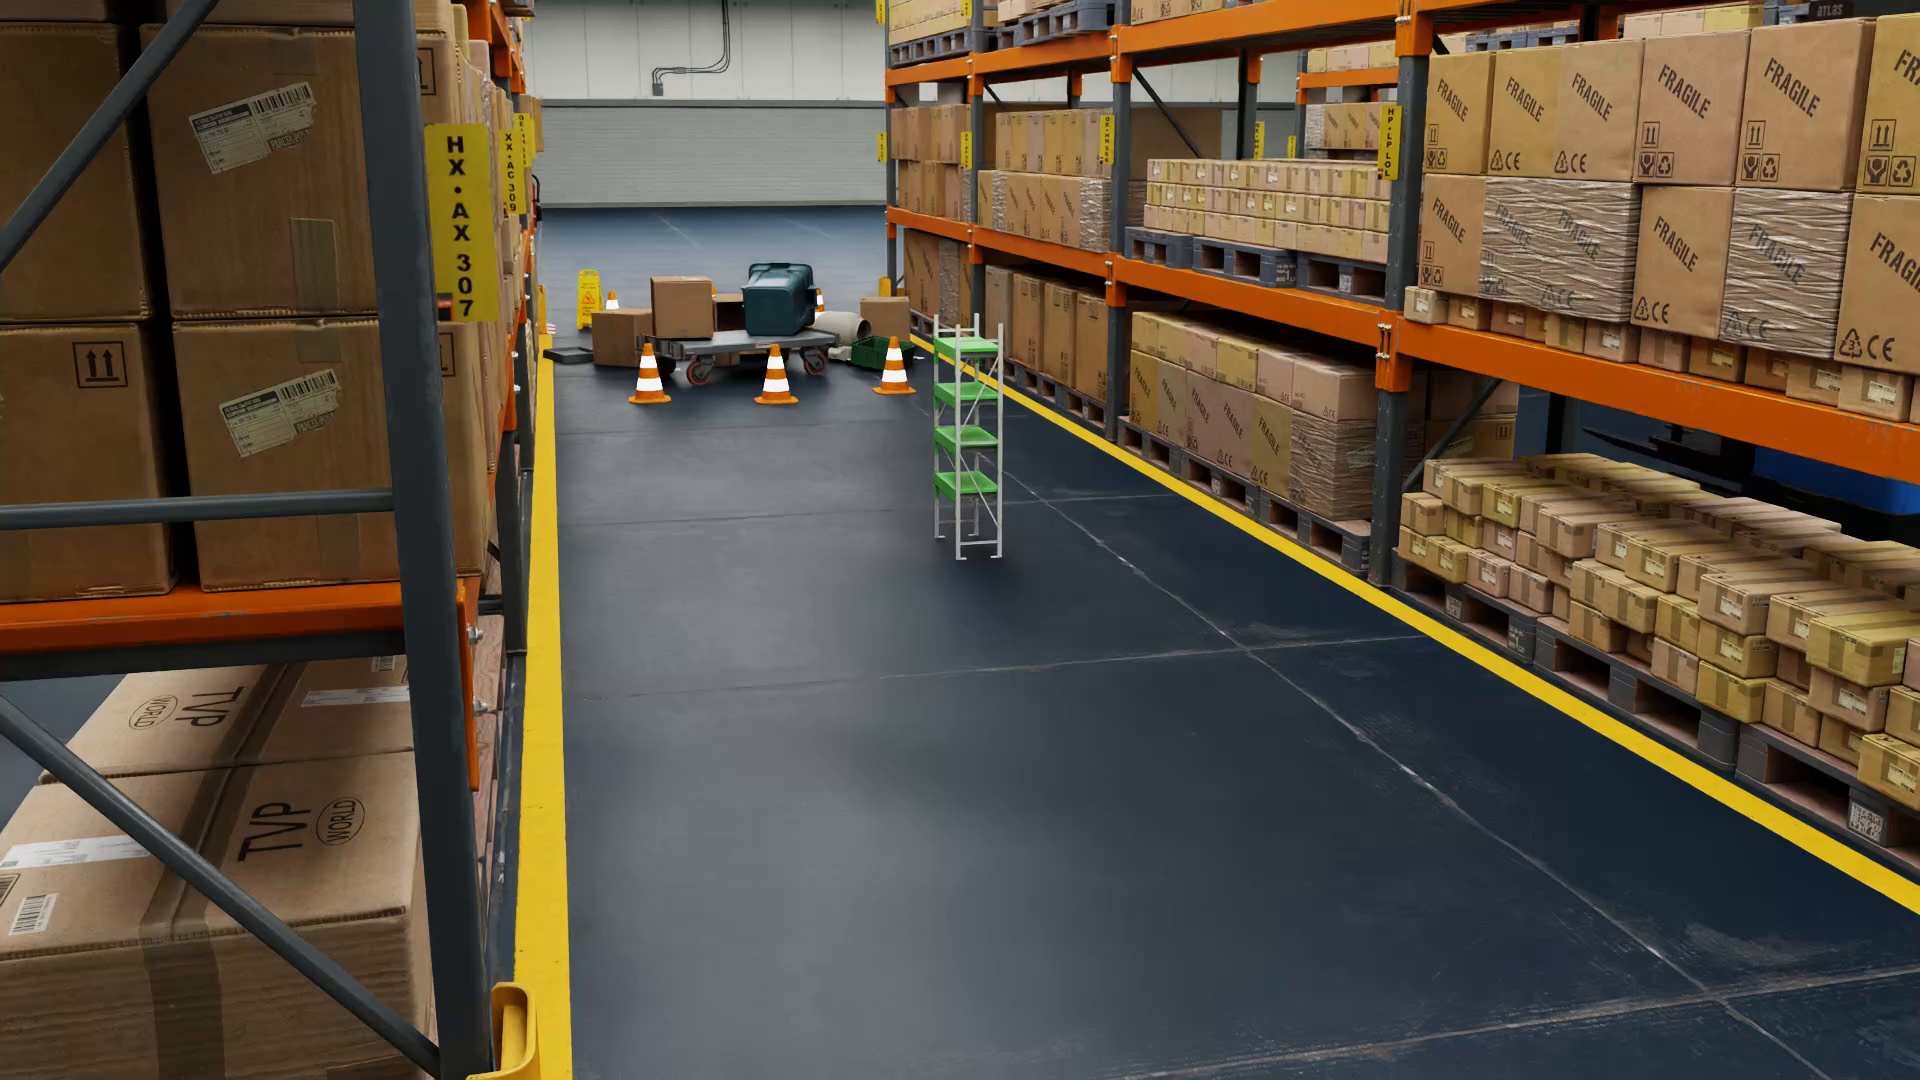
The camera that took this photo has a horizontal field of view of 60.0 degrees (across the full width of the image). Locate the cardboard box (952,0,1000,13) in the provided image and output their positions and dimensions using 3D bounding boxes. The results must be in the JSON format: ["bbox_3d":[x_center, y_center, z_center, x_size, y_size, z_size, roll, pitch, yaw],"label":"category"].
[{"bbox_3d":[0.232,-4.988,15.297,0.500,0.250,0.500,-3,14,-14],"label":"cardboard box"}]

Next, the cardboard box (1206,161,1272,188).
[{"bbox_3d":[1.703,-2.196,9.986,0.380,0.149,0.250,-3,14,-11],"label":"cardboard box"}]

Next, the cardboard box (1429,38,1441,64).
[{"bbox_3d":[4.969,-4.957,16.890,0.500,0.250,0.500,-3,14,-12],"label":"cardboard box"}]

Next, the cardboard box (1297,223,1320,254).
[{"bbox_3d":[2.013,-1.600,8.799,0.380,0.149,0.250,-4,14,-16],"label":"cardboard box"}]

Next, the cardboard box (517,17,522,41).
[{"bbox_3d":[-4.263,-4.688,15.166,0.500,0.250,0.500,-3,14,-13],"label":"cardboard box"}]

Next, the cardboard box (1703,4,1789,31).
[{"bbox_3d":[6.031,-3.918,12.640,0.500,0.250,0.500,-3,14,-13],"label":"cardboard box"}]

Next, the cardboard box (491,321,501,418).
[{"bbox_3d":[-1.588,-0.563,4.702,0.500,0.500,0.500,-3,14,-11],"label":"cardboard box"}]

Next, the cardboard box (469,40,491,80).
[{"bbox_3d":[-1.930,-1.759,6.121,0.380,0.149,0.250,-4,14,-14],"label":"cardboard box"}]

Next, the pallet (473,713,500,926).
[{"bbox_3d":[-1.919,0.854,4.988,1.003,0.211,1.213,-3,14,-13],"label":"pallet"}]

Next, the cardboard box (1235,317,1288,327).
[{"bbox_3d":[2.081,-1.280,10.646,0.500,0.250,0.500,-3,14,-12],"label":"cardboard box"}]

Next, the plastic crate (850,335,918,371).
[{"bbox_3d":[-0.717,-1.736,15.518,0.450,0.188,0.662,14,17,13],"label":"plastic crate"}]

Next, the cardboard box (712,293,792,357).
[{"bbox_3d":[-2.029,-2.105,16.196,0.797,0.637,0.503,-3,14,-13],"label":"cardboard box"}]

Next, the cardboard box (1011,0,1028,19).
[{"bbox_3d":[0.599,-4.442,13.902,0.250,0.149,0.380,-3,14,-13],"label":"cardboard box"}]

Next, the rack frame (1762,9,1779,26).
[{"bbox_3d":[6.381,-2.438,12.585,1.000,3.000,0.127,-3,14,-13],"label":"rack frame"}]

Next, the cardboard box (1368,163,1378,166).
[{"bbox_3d":[2.526,-2.048,9.379,0.380,0.149,0.250,-3,14,-11],"label":"cardboard box"}]

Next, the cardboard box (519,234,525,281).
[{"bbox_3d":[-2.745,-1.593,9.445,0.500,0.250,0.500,-3,14,-12],"label":"cardboard box"}]

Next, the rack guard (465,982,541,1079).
[{"bbox_3d":[-1.367,1.180,3.044,1.175,0.500,0.348,-3,14,-13],"label":"rack guard"}]

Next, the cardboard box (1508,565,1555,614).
[{"bbox_3d":[2.529,0.193,6.941,0.380,0.149,0.250,-4,14,-14],"label":"cardboard box"}]

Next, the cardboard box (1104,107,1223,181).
[{"bbox_3d":[1.441,-2.823,11.844,0.700,0.500,0.500,-3,14,-13],"label":"cardboard box"}]

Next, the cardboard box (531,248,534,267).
[{"bbox_3d":[-4.038,-2.539,14.962,0.380,0.149,0.250,-3,14,-12],"label":"cardboard box"}]

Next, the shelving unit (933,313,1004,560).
[{"bbox_3d":[0.039,-0.545,8.628,0.258,1.200,0.503,-3,14,-13],"label":"shelving unit"}]

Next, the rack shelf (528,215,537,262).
[{"bbox_3d":[-4.661,-2.920,16.075,1.077,0.370,4.000,-3,14,-13],"label":"rack shelf"}]

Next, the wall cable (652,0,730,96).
[{"bbox_3d":[-7.887,-16.008,48.326,2.305,6.003,0.169,-3,14,-13],"label":"wall cable"}]

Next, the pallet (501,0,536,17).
[{"bbox_3d":[-3.049,-3.105,9.395,1.213,0.211,1.003,-3,14,-11],"label":"pallet"}]

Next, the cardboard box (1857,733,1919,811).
[{"bbox_3d":[2.930,0.678,4.952,0.380,0.149,0.250,-3,14,-11],"label":"cardboard box"}]

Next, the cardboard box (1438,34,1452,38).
[{"bbox_3d":[4.968,-5.117,16.708,0.380,0.149,0.250,-4,14,-16],"label":"cardboard box"}]

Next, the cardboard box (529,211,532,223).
[{"bbox_3d":[-4.244,-3.072,15.712,0.380,0.149,0.250,-3,14,-13],"label":"cardboard box"}]

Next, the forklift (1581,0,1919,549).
[{"bbox_3d":[4.754,-1.618,9.373,1.130,2.935,3.031,-3,14,-11],"label":"forklift"}]

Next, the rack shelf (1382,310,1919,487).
[{"bbox_3d":[2.946,-0.451,5.969,1.077,0.370,4.000,-3,14,-13],"label":"rack shelf"}]

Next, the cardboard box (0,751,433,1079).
[{"bbox_3d":[-1.625,0.854,3.625,0.875,0.438,0.875,-4,14,-15],"label":"cardboard box"}]

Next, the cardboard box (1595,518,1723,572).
[{"bbox_3d":[2.678,0.024,6.377,0.380,0.149,0.250,-4,14,-16],"label":"cardboard box"}]

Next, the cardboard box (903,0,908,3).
[{"bbox_3d":[-0.397,-5.735,17.515,0.380,0.149,0.250,-3,14,-13],"label":"cardboard box"}]

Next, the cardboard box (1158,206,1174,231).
[{"bbox_3d":[1.508,-2.090,10.807,0.380,0.149,0.250,-3,14,-10],"label":"cardboard box"}]

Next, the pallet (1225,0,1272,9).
[{"bbox_3d":[2.188,-3.015,9.024,1.213,0.211,1.003,-3,14,-13],"label":"pallet"}]

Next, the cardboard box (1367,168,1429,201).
[{"bbox_3d":[2.192,-1.715,8.016,0.380,0.149,0.250,-3,14,-11],"label":"cardboard box"}]

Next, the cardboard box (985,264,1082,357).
[{"bbox_3d":[0.830,-2.080,14.977,1.050,0.750,0.750,-3,14,-13],"label":"cardboard box"}]

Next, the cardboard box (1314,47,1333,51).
[{"bbox_3d":[4.309,-5.720,19.174,0.380,0.149,0.250,-3,14,-12],"label":"cardboard box"}]

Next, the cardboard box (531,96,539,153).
[{"bbox_3d":[-4.274,-3.837,15.368,0.700,0.500,0.500,-4,14,-14],"label":"cardboard box"}]

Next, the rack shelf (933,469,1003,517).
[{"bbox_3d":[0.039,-0.249,8.700,0.258,0.148,0.480,-3,14,-13],"label":"rack shelf"}]

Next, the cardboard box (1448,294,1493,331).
[{"bbox_3d":[2.357,-1.001,7.232,0.380,0.149,0.250,-3,14,-12],"label":"cardboard box"}]

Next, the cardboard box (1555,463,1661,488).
[{"bbox_3d":[2.911,-0.246,7.481,0.380,0.149,0.250,-3,14,-12],"label":"cardboard box"}]

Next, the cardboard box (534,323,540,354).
[{"bbox_3d":[-4.067,-1.828,14.996,0.500,0.250,0.500,-4,14,-16],"label":"cardboard box"}]

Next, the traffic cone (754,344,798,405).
[{"bbox_3d":[-1.499,-1.357,13.505,0.336,0.463,0.334,-3,14,-13],"label":"traffic cone"}]

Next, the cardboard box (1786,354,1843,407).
[{"bbox_3d":[2.853,-0.513,5.236,0.380,0.149,0.250,-4,14,-16],"label":"cardboard box"}]

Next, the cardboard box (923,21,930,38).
[{"bbox_3d":[-0.159,-5.113,16.650,0.380,0.149,0.250,-3,14,-13],"label":"cardboard box"}]

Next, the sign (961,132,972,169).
[{"bbox_3d":[0.058,-3.535,15.086,0.100,0.325,0.005,-3,14,-13],"label":"sign"}]

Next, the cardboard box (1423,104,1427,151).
[{"bbox_3d":[4.950,-4.243,17.030,0.500,0.500,0.500,-3,14,-13],"label":"cardboard box"}]

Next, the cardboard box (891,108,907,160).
[{"bbox_3d":[-0.293,-4.540,18.598,0.875,0.550,0.550,-3,14,-13],"label":"cardboard box"}]

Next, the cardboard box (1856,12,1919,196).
[{"bbox_3d":[2.947,-1.226,4.683,0.500,0.500,0.500,-4,14,-15],"label":"cardboard box"}]

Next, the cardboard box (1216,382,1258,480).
[{"bbox_3d":[1.821,-0.645,9.630,0.500,0.500,0.500,-4,14,-14],"label":"cardboard box"}]

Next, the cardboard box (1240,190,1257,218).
[{"bbox_3d":[1.826,-1.929,9.522,0.380,0.149,0.250,-3,14,-11],"label":"cardboard box"}]

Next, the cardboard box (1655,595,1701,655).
[{"bbox_3d":[2.714,0.293,5.904,0.380,0.149,0.250,-3,14,-10],"label":"cardboard box"}]

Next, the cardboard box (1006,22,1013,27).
[{"bbox_3d":[0.663,-4.973,16.076,0.380,0.149,0.250,-4,14,-14],"label":"cardboard box"}]

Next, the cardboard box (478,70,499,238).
[{"bbox_3d":[-1.693,-1.169,5.074,0.500,0.500,0.500,-3,14,-12],"label":"cardboard box"}]

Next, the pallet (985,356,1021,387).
[{"bbox_3d":[0.851,-1.579,14.945,1.003,0.211,1.213,-3,14,-13],"label":"pallet"}]

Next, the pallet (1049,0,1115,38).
[{"bbox_3d":[1.334,-3.696,11.811,1.213,0.211,1.003,-3,14,-11],"label":"pallet"}]

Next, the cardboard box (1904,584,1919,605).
[{"bbox_3d":[3.367,0.238,5.500,0.380,0.149,0.250,-4,14,-16],"label":"cardboard box"}]
